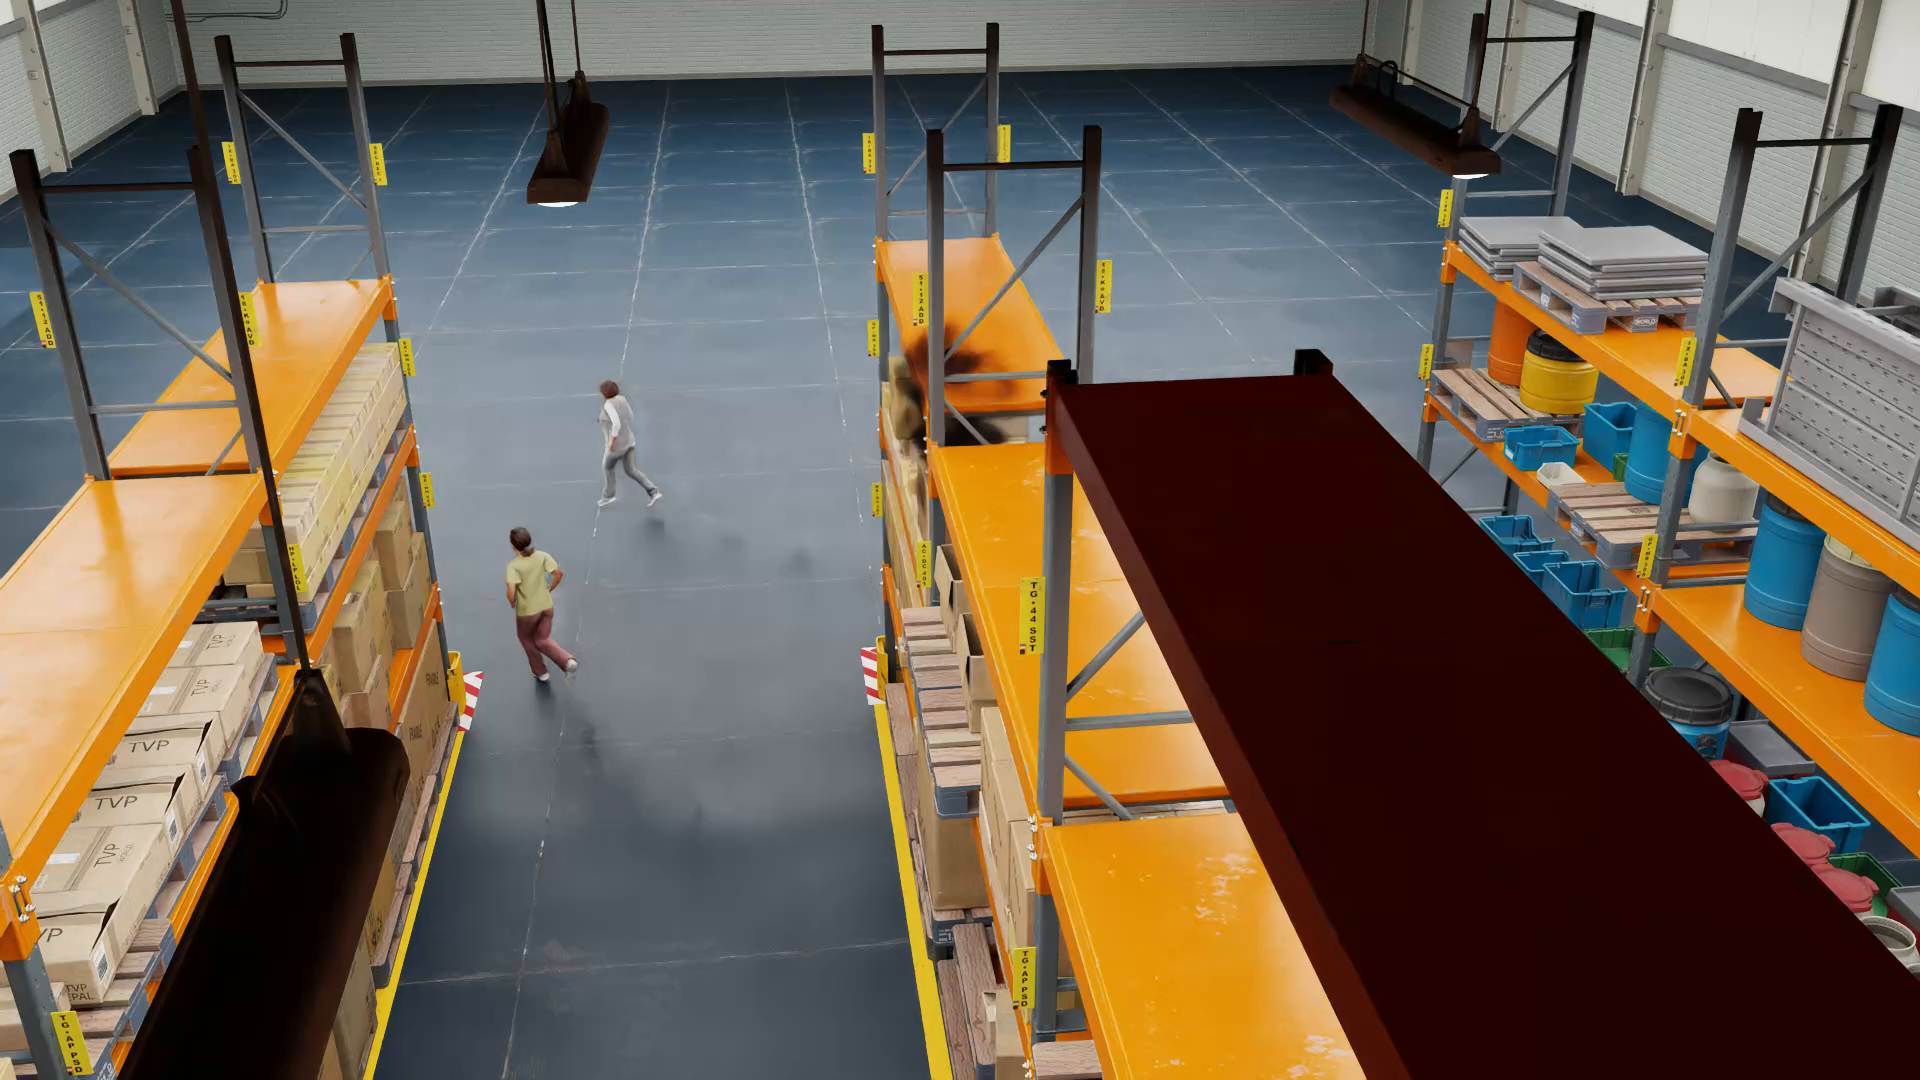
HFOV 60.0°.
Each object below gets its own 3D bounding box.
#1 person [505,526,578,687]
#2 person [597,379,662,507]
[{"bbox_3d":[-3.873,0.666,15.242,0.831,1.630,0.591,21,32,36],"label":"person"},{"bbox_3d":[-3.822,-1.052,18.863,0.931,1.601,0.563,11,28,22],"label":"person"}]
